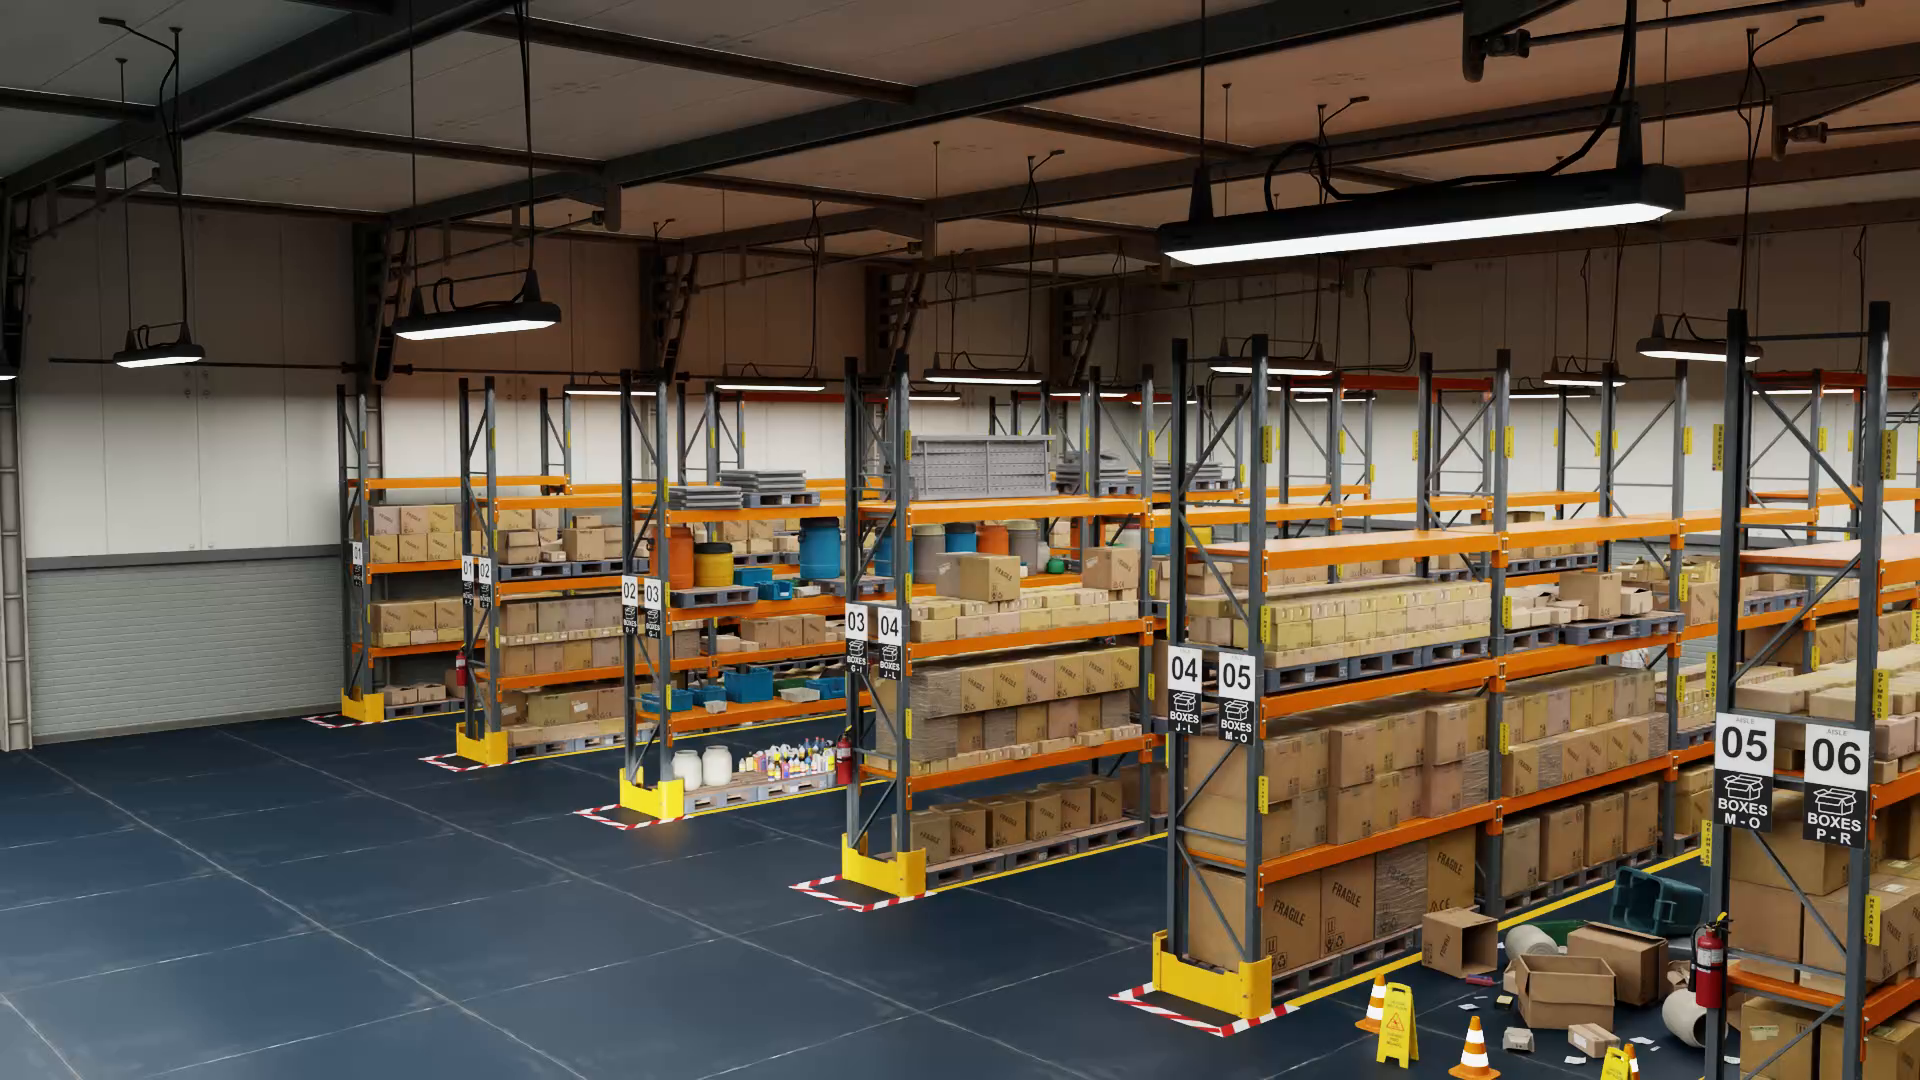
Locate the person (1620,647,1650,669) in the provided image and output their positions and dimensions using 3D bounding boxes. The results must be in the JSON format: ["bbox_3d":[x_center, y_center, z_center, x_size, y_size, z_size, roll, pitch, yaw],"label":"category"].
[{"bbox_3d":[12.197,2.367,30.122,0.531,1.681,0.478,3,5,37],"label":"person"}]
